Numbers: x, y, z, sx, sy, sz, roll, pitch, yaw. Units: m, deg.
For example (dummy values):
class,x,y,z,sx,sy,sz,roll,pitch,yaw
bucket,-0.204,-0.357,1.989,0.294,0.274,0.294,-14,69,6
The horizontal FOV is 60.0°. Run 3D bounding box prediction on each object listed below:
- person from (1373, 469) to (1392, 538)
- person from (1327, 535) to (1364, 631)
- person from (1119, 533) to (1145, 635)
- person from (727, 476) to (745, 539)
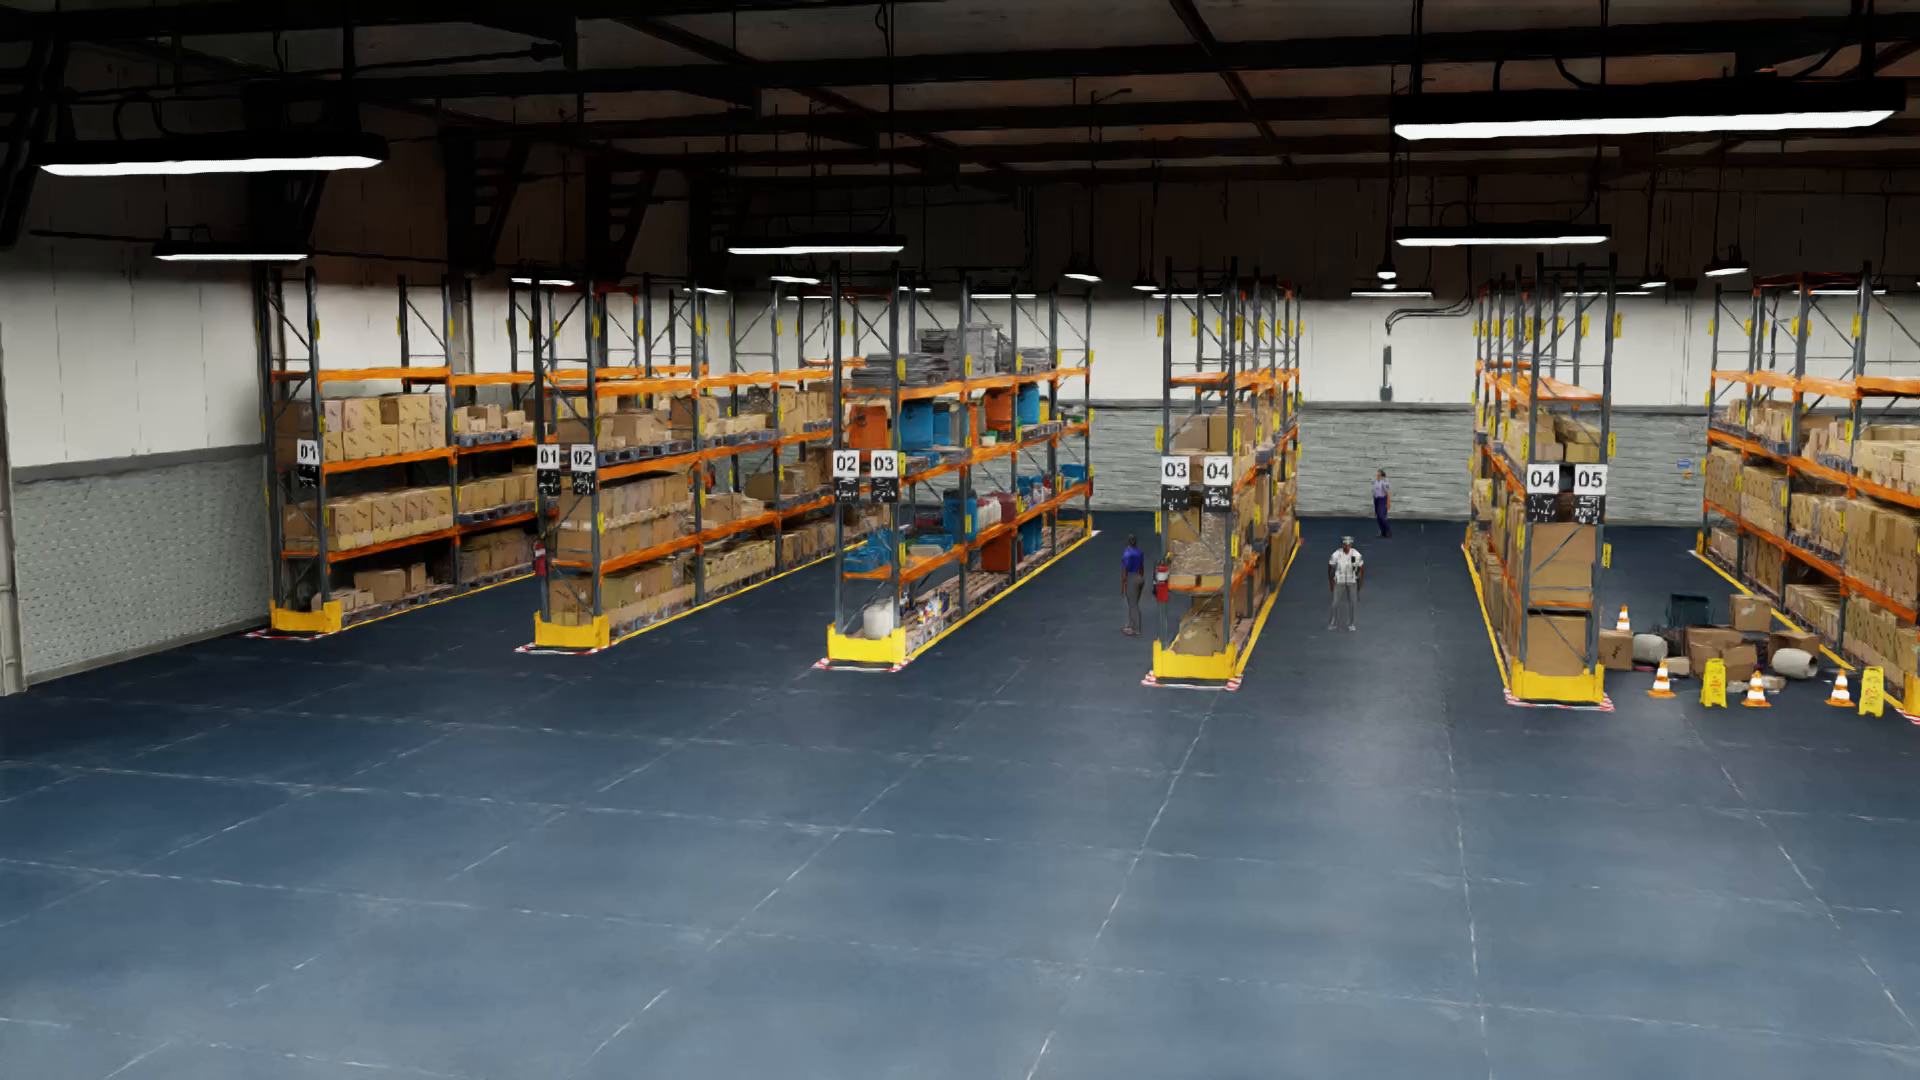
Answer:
class,x,y,z,sx,sy,sz,roll,pitch,yaw
person,10.163,-0.884,39.954,0.404,1.642,0.608,-2,8,-16
person,6.402,0.705,27.626,0.592,1.629,0.526,2,7,13
person,2.815,0.714,27.346,0.555,1.638,0.587,5,9,35
person,-5.195,-0.701,38.524,0.441,1.655,0.538,-2,7,-13
